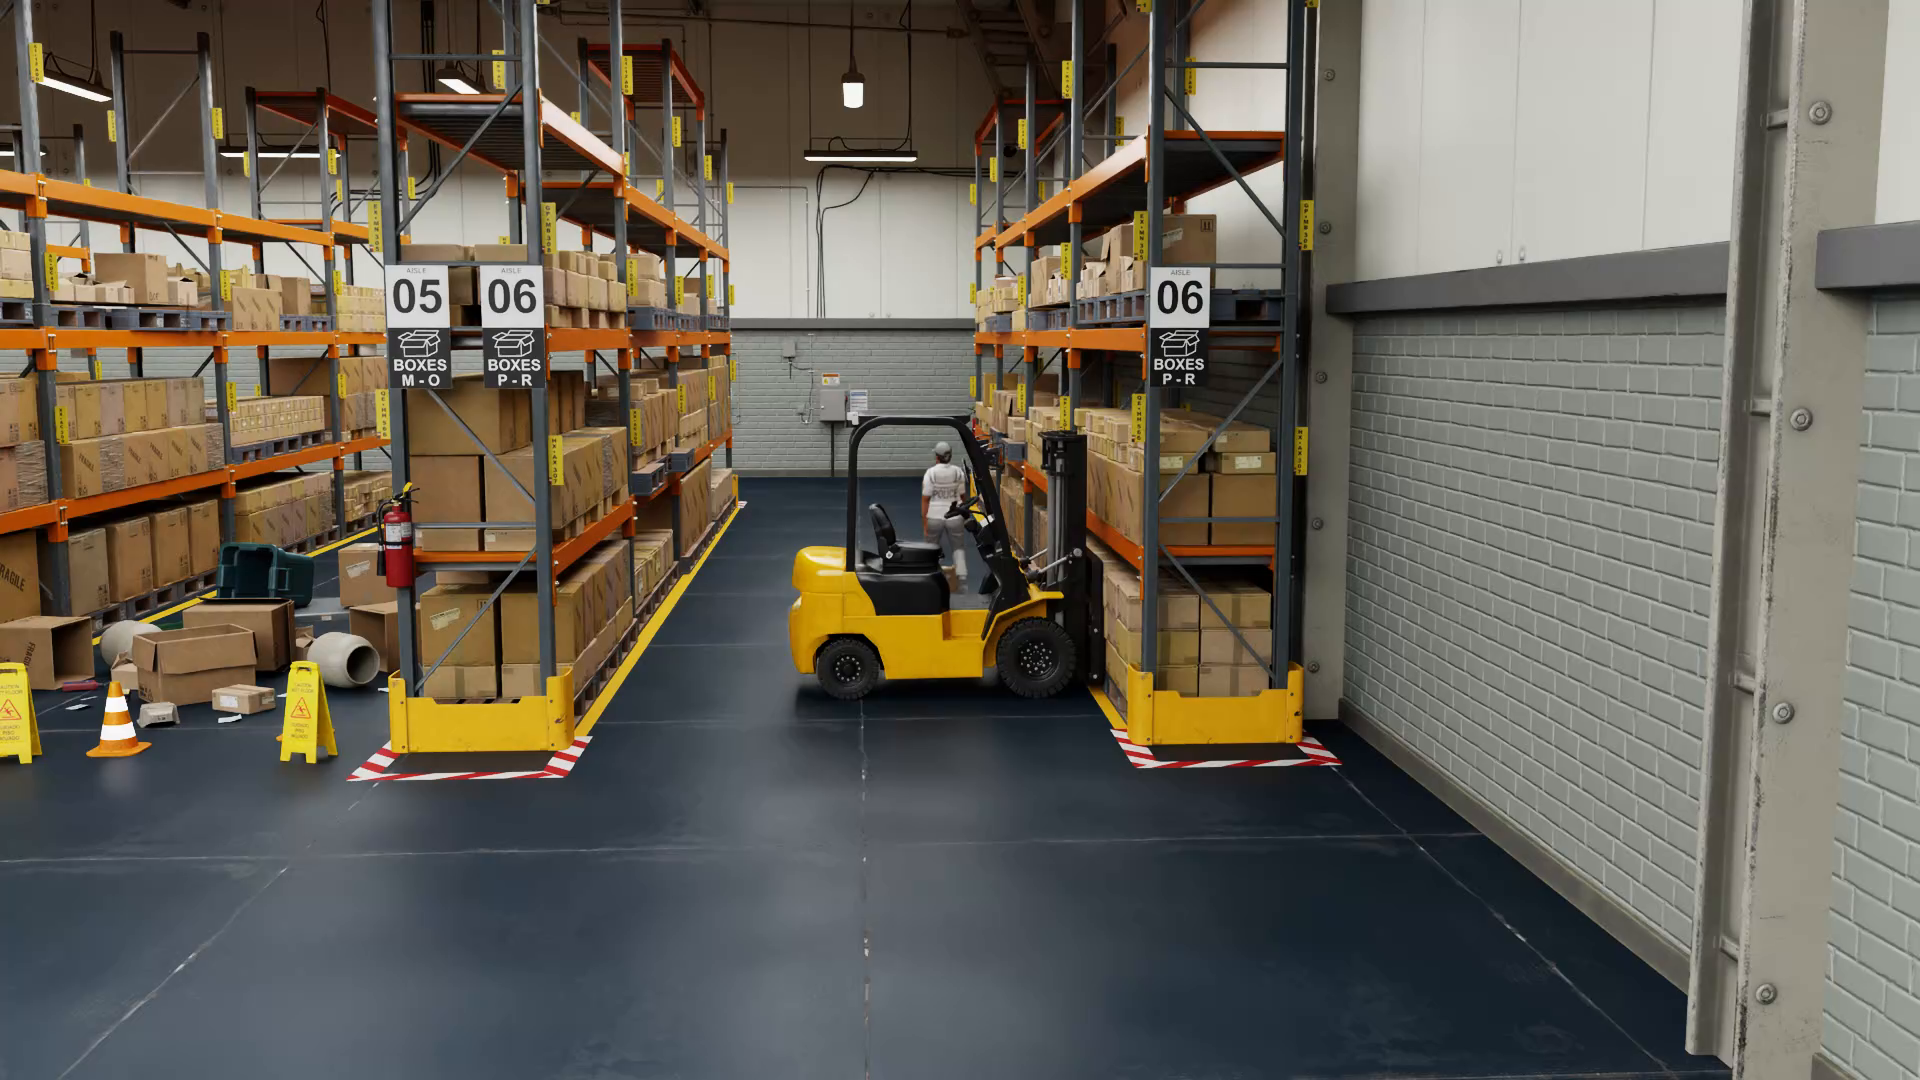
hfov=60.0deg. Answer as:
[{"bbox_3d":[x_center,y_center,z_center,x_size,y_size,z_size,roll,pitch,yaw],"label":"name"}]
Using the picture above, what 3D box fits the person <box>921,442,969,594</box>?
[{"bbox_3d":[-0.176,-0.212,17.361,0.491,1.639,0.733,-1,7,-10],"label":"person"}]
